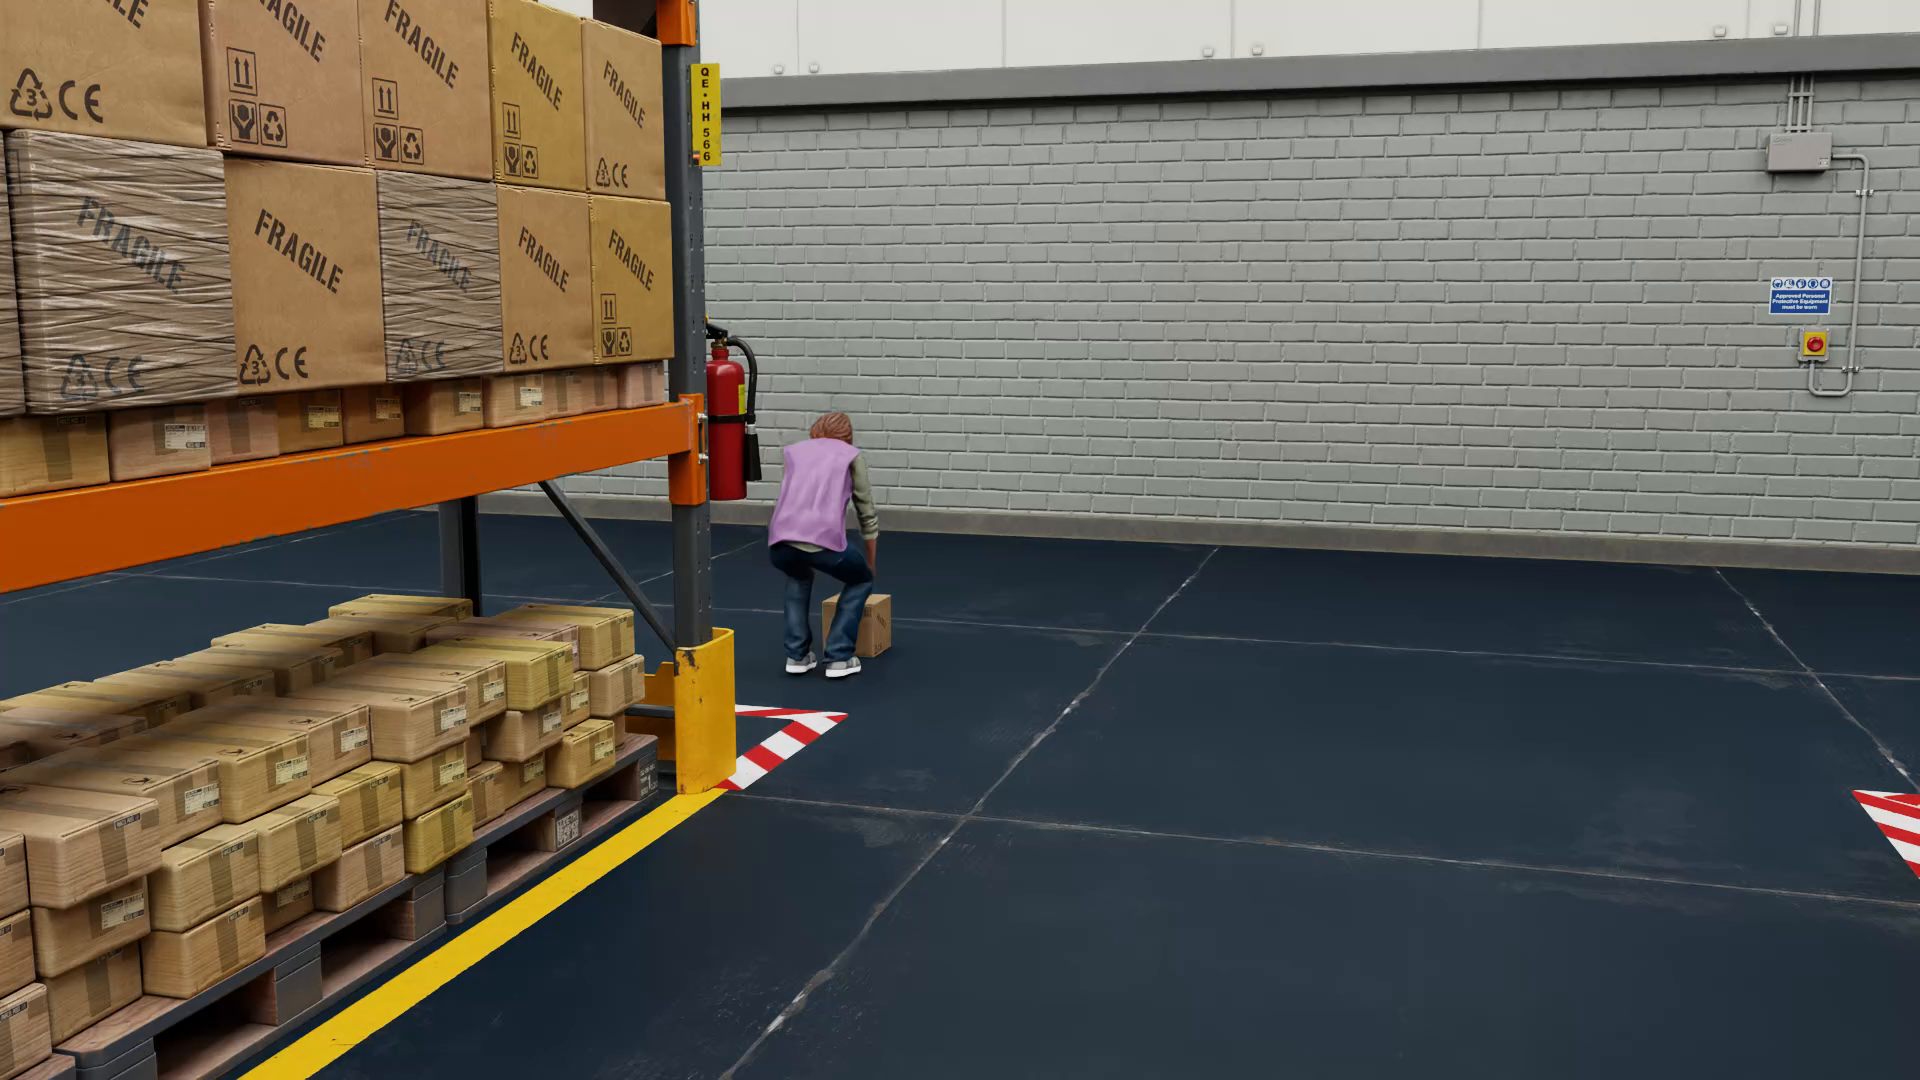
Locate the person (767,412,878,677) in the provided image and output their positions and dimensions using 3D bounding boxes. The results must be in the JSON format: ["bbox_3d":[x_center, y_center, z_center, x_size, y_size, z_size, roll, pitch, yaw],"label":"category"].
[{"bbox_3d":[-0.628,0.030,7.328,0.462,1.109,0.736,2,9,16],"label":"person"}]
